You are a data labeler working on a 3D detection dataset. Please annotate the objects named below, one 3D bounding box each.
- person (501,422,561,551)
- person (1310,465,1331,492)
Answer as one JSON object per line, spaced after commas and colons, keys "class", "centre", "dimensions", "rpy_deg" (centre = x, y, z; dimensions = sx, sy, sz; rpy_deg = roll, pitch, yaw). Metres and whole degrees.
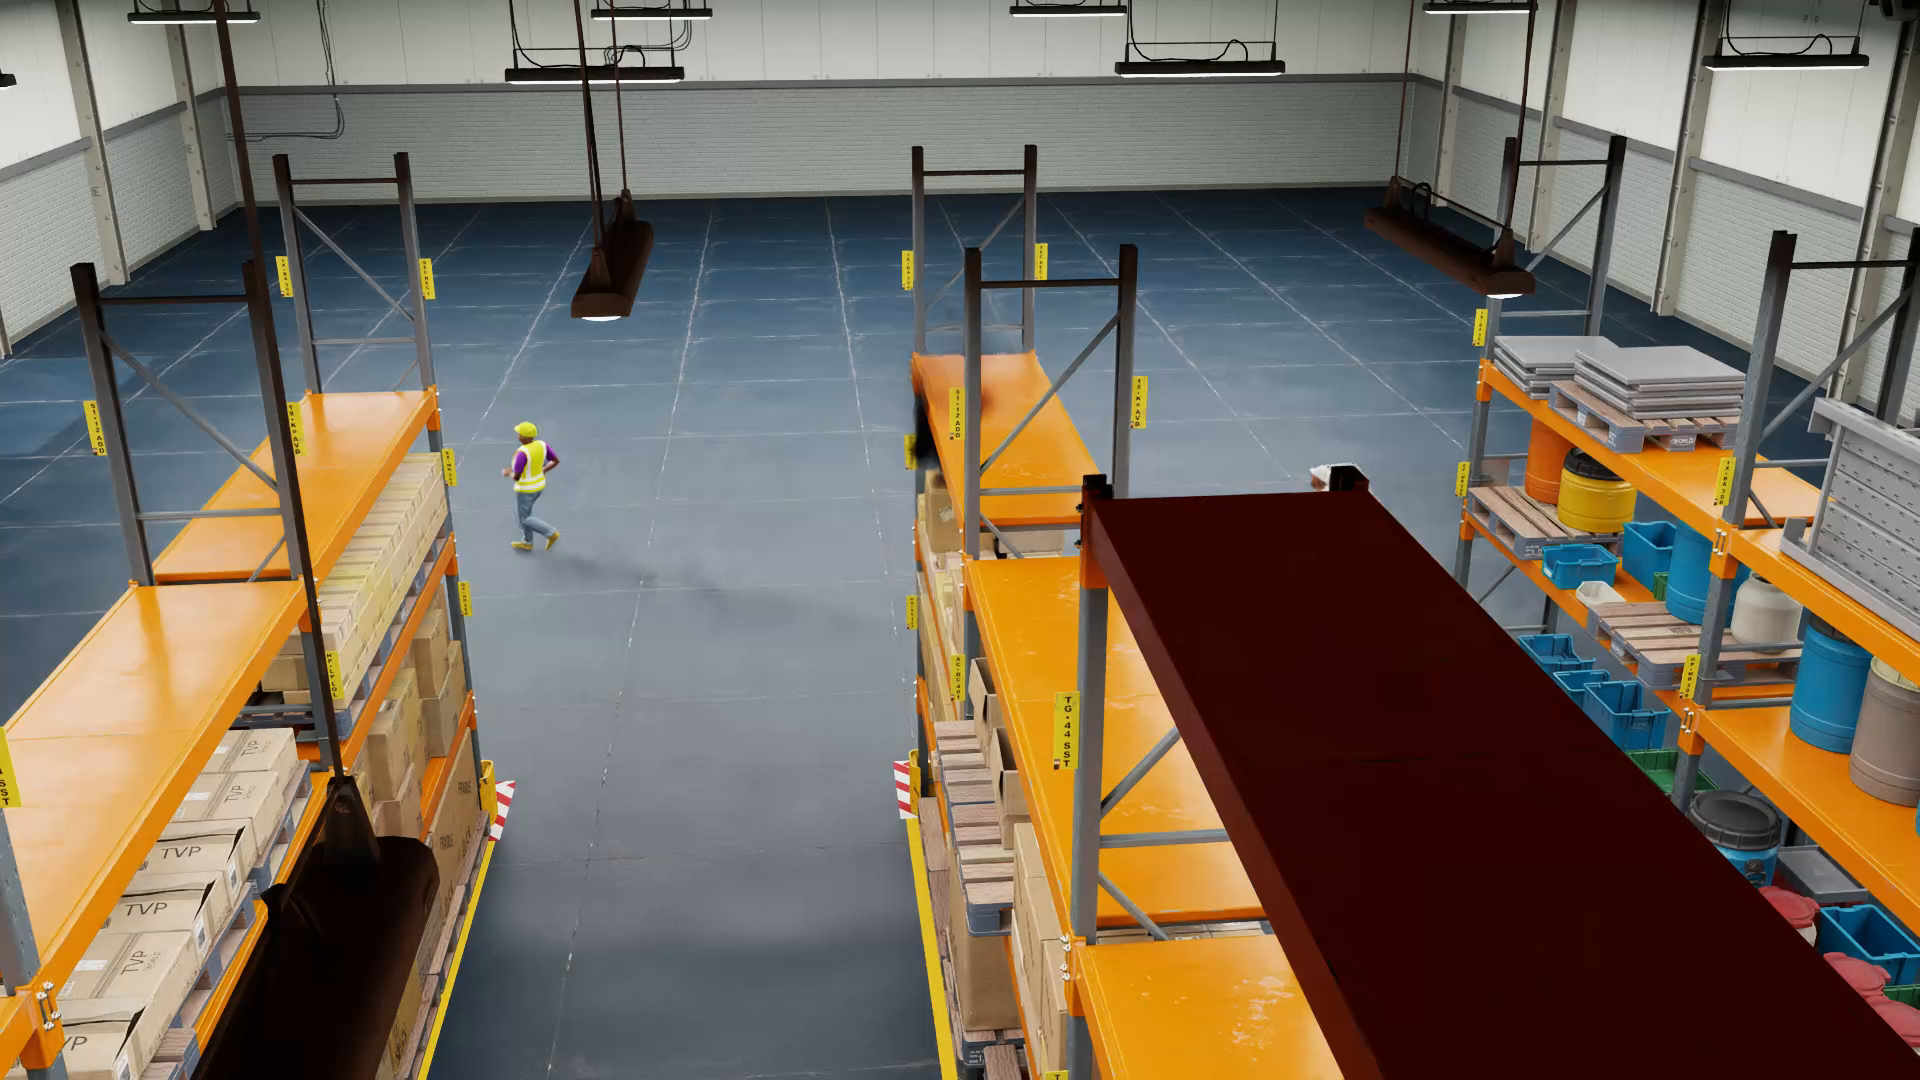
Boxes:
{"class": "person", "centre": [-5.395, -0.659, 20.954], "dimensions": [0.846, 1.739, 0.714], "rpy_deg": [9, 23, 21]}
{"class": "person", "centre": [4.234, -0.021, 19.351], "dimensions": [0.661, 1.757, 0.679], "rpy_deg": [7, 23, 18]}
